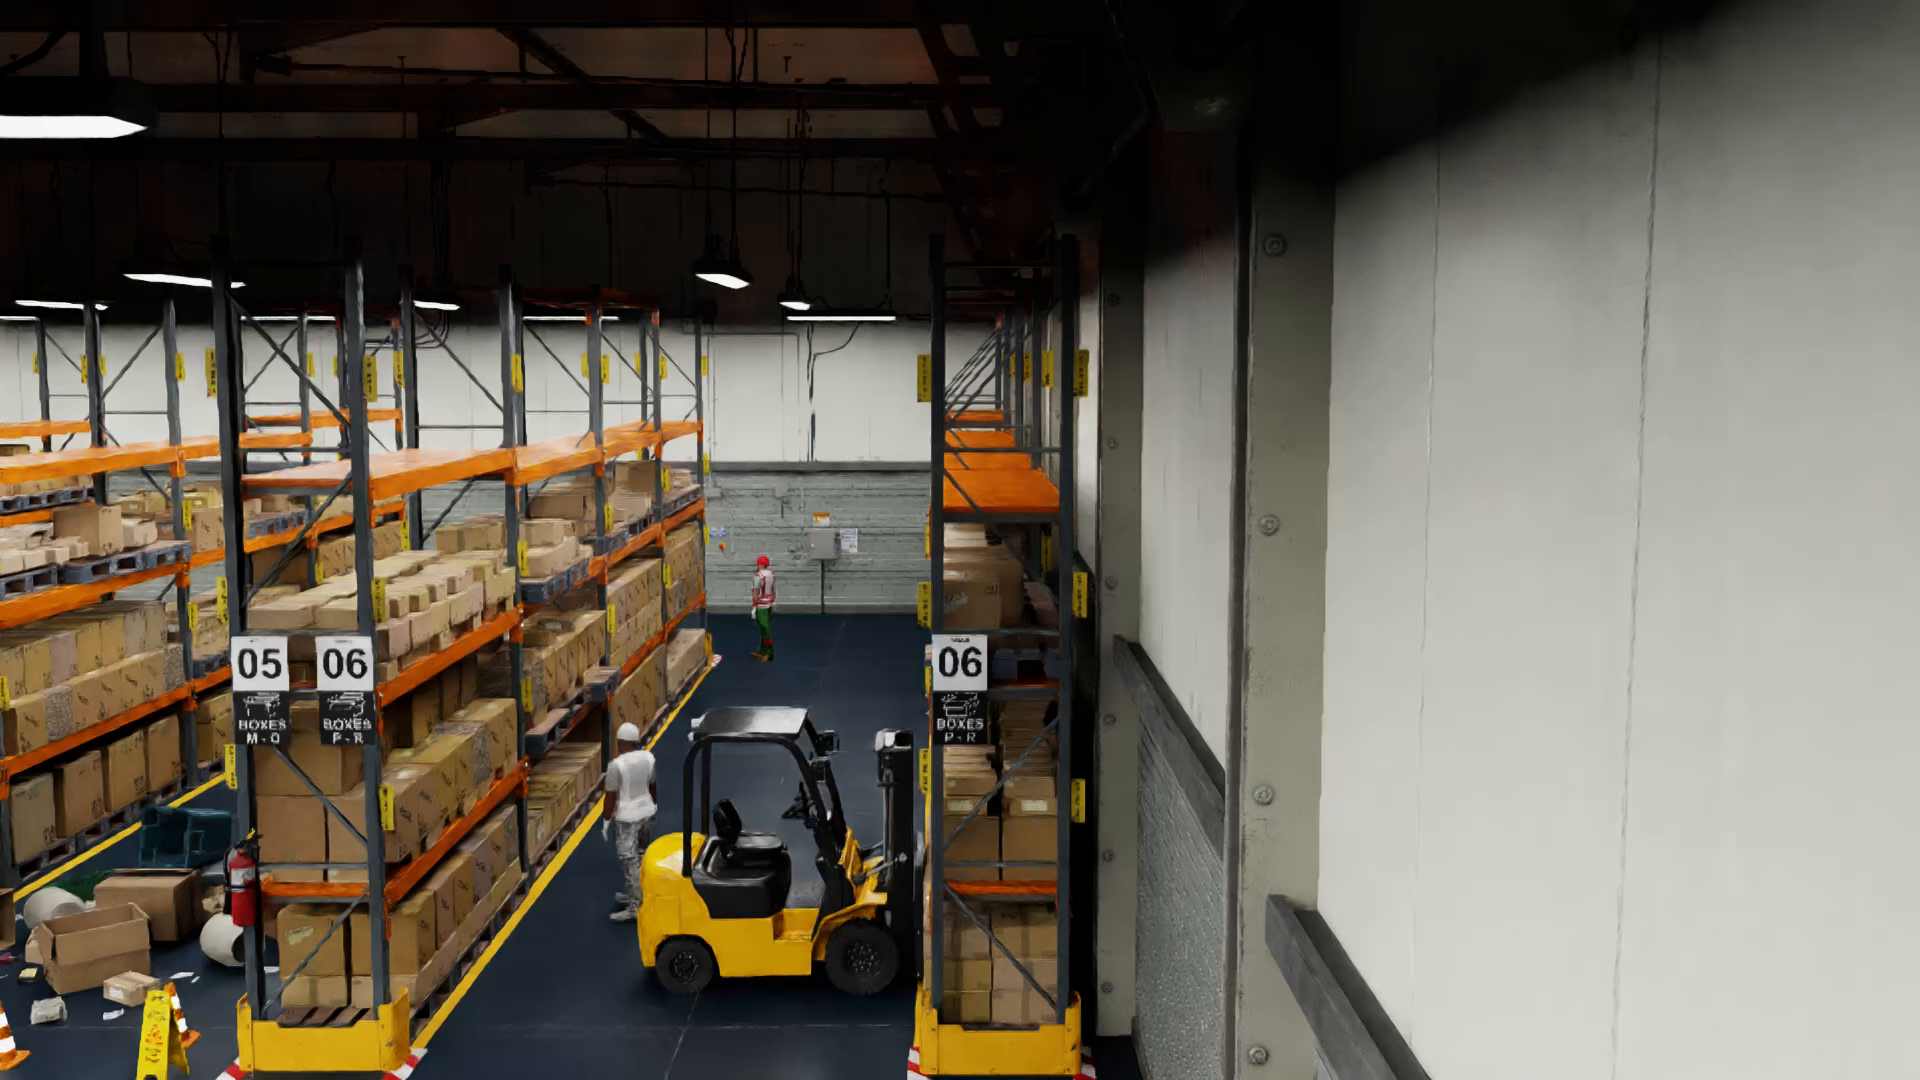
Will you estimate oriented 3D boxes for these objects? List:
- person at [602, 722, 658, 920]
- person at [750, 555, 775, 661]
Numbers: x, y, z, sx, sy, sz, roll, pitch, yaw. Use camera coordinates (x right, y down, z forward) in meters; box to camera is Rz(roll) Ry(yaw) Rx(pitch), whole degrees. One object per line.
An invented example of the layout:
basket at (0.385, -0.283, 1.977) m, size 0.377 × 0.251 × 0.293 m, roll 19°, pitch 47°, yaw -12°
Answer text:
person at (-3.071, 2.564, 15.426) m, size 0.568 × 1.784 × 0.668 m, roll 4°, pitch 7°, yaw 31°
person at (-3.376, 1.141, 28.432) m, size 0.582 × 1.791 × 0.696 m, roll 3°, pitch 7°, yaw 22°
